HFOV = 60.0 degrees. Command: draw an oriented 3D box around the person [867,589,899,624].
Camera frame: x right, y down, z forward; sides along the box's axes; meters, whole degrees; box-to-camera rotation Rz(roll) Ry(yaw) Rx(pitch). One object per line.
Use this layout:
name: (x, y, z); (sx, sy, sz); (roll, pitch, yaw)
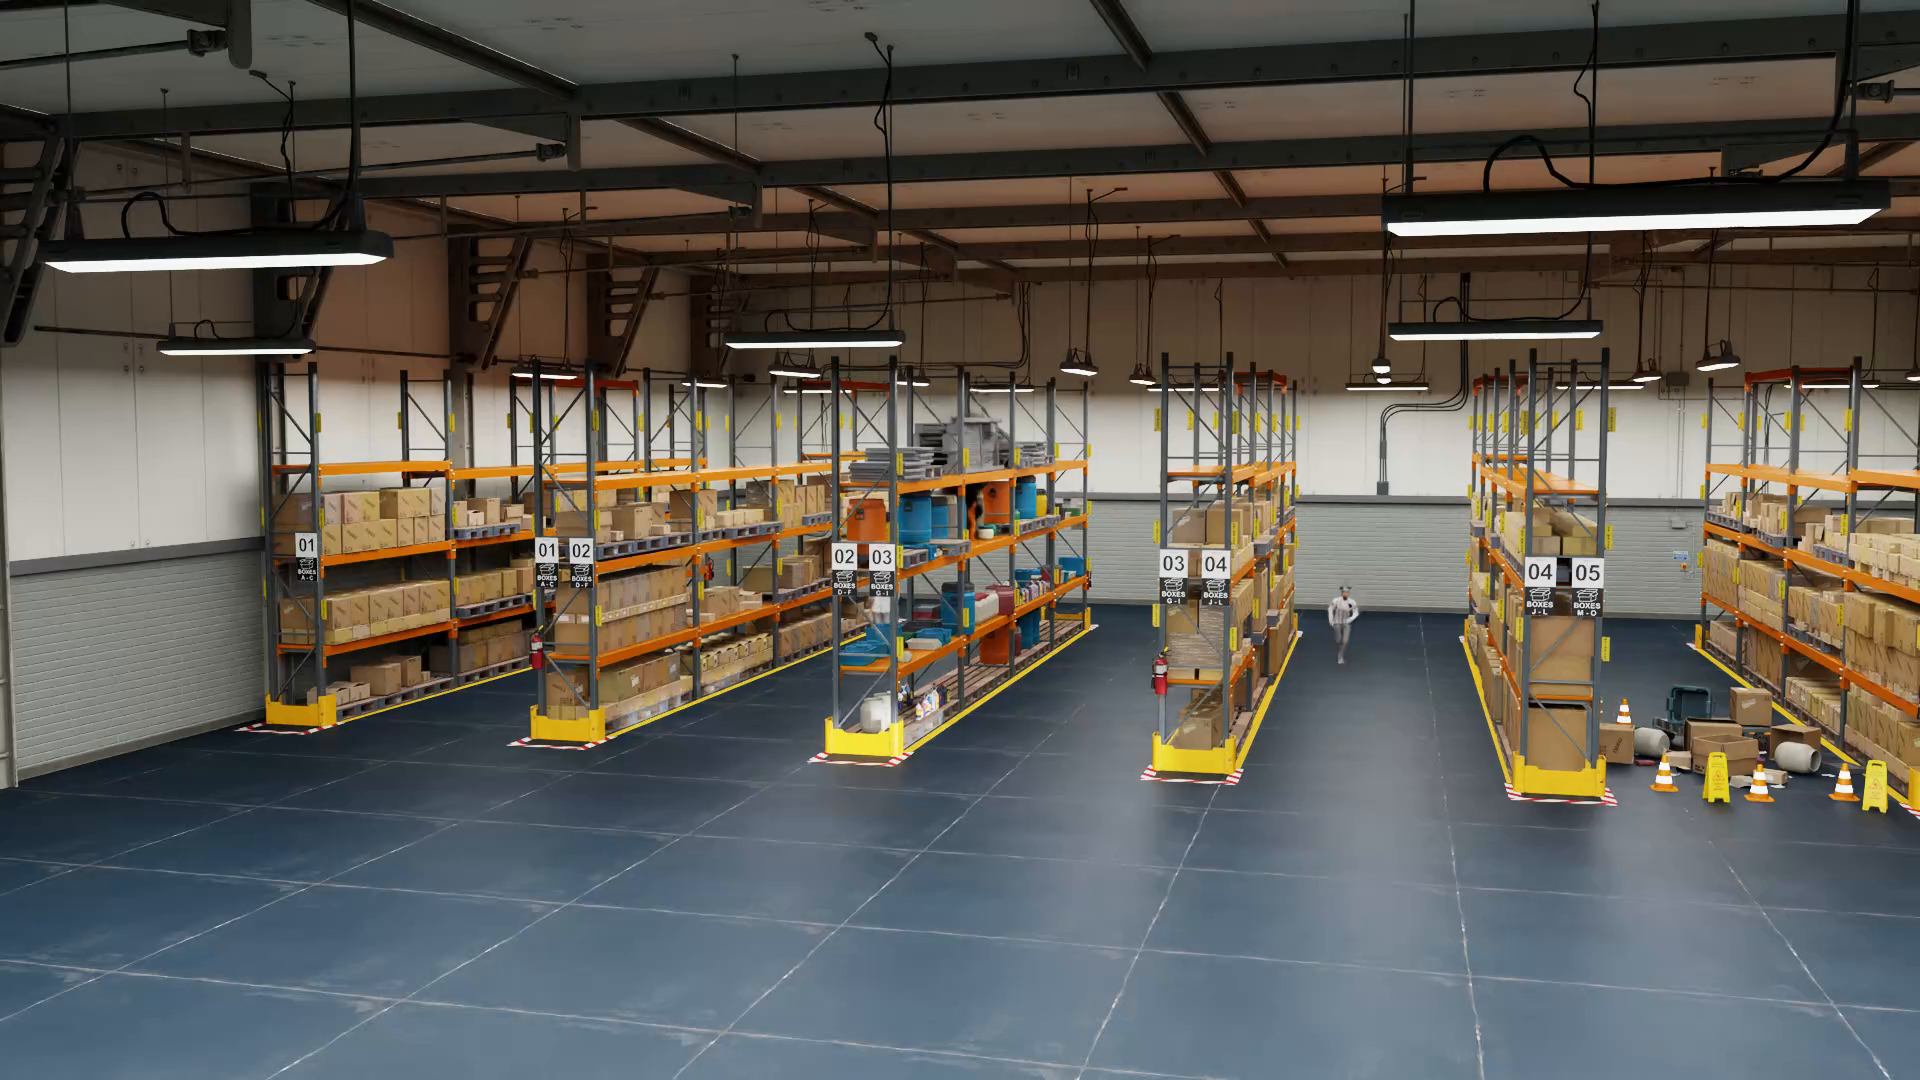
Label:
person: (-1.585, 1.475, 33.920); (0.638, 1.772, 0.640); (0, 4, 6)

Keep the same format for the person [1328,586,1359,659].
person: (8.011, 1.713, 34.764); (0.627, 1.560, 0.595); (1, 4, 14)
